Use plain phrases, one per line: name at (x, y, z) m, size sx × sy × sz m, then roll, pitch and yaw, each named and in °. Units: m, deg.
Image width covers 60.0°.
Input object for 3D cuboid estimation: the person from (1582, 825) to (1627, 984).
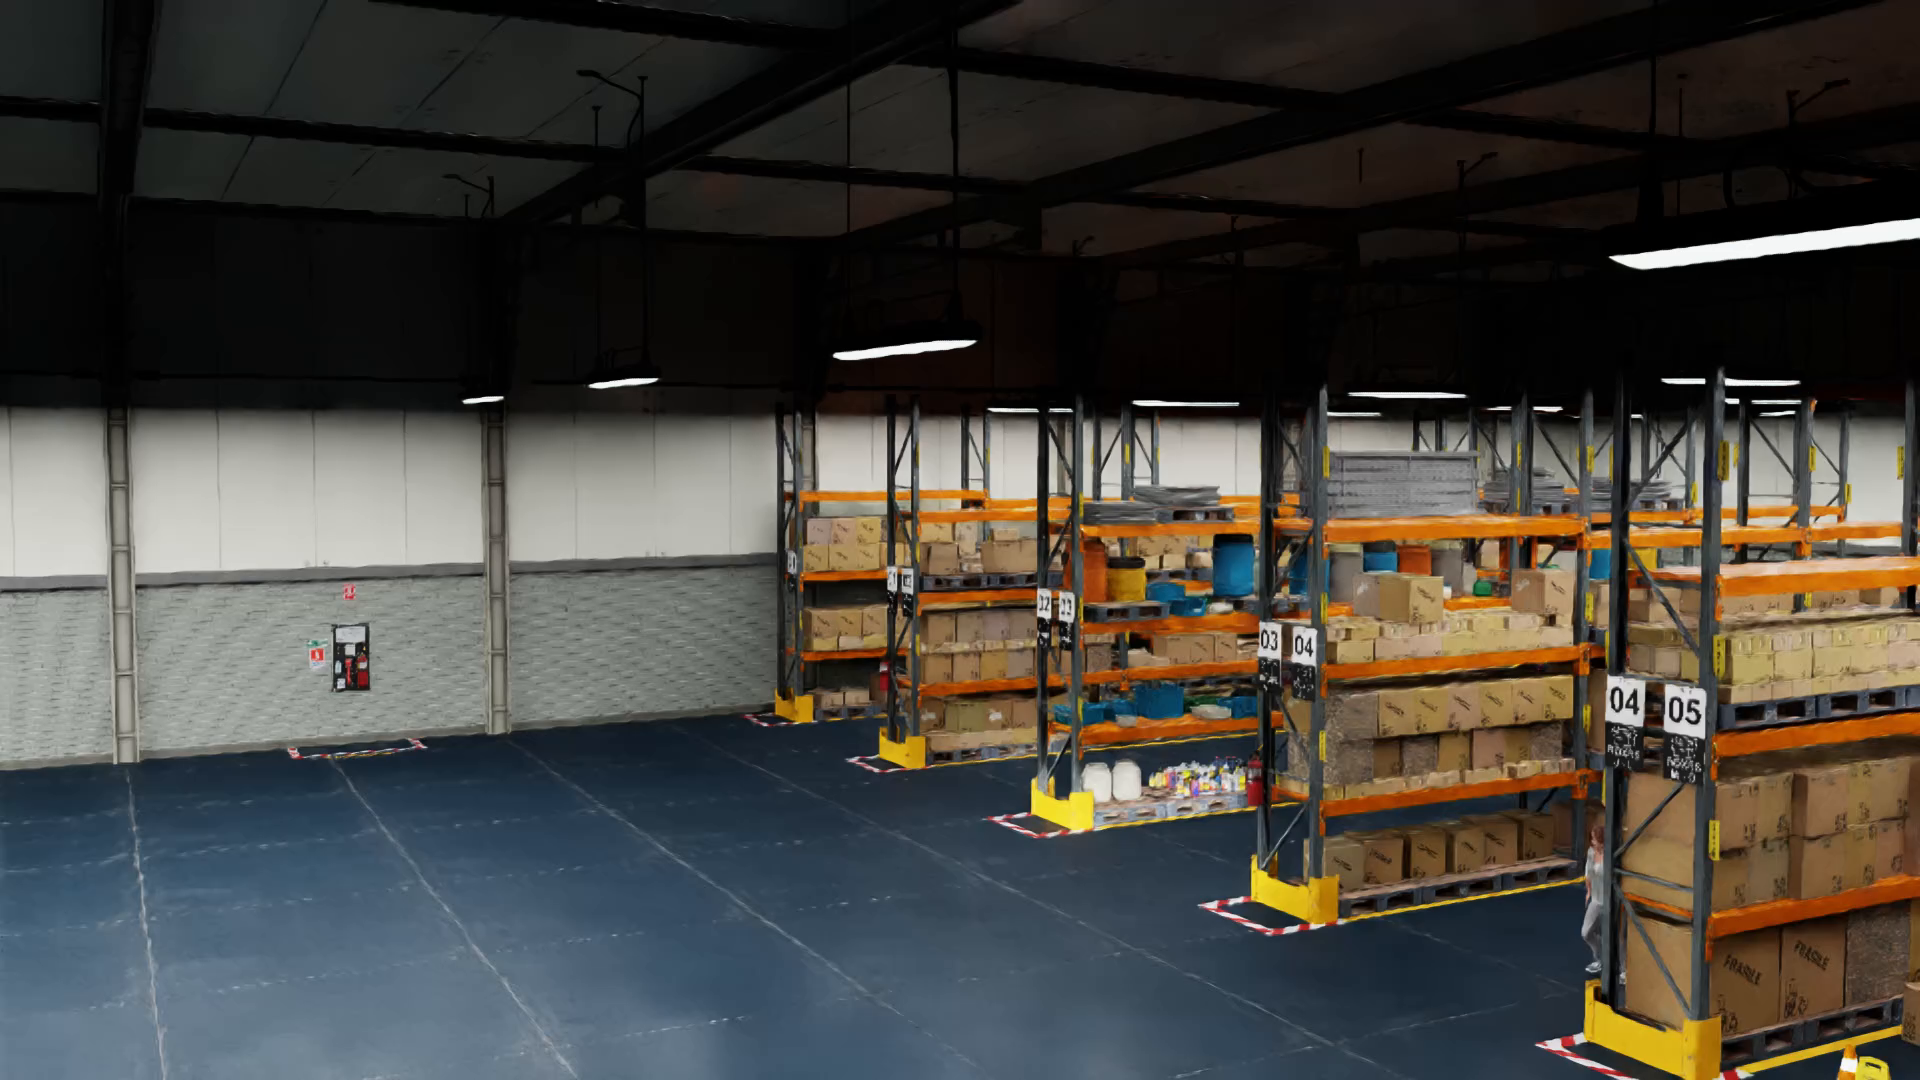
person at (6.248, 3.495, 16.028) m, size 0.519 × 1.534 × 0.566 m, roll -2°, pitch 4°, yaw -30°
